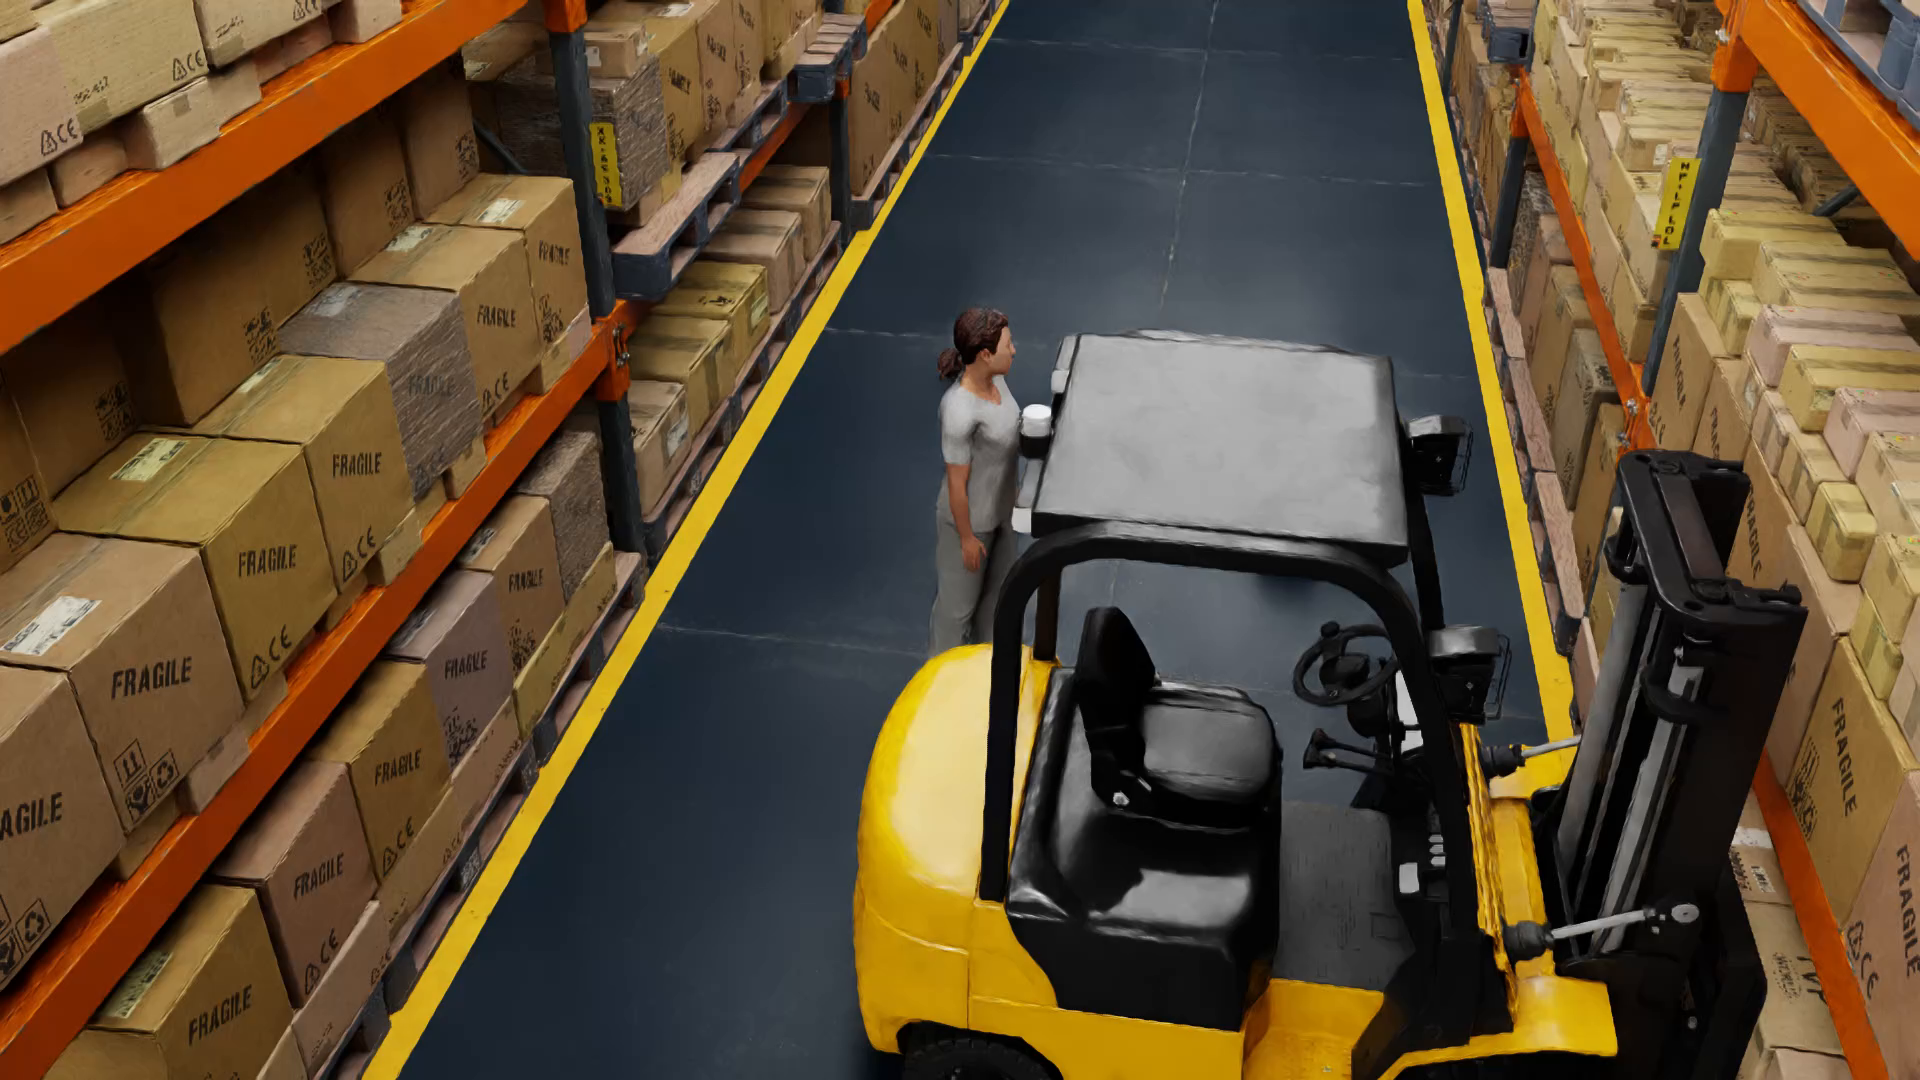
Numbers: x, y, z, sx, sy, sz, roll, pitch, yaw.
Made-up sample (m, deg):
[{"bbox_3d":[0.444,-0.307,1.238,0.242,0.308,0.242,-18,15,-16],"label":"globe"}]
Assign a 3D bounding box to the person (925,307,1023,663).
[{"bbox_3d":[0.085,-0.093,6.239,0.412,1.674,0.537,14,35,20],"label":"person"}]
